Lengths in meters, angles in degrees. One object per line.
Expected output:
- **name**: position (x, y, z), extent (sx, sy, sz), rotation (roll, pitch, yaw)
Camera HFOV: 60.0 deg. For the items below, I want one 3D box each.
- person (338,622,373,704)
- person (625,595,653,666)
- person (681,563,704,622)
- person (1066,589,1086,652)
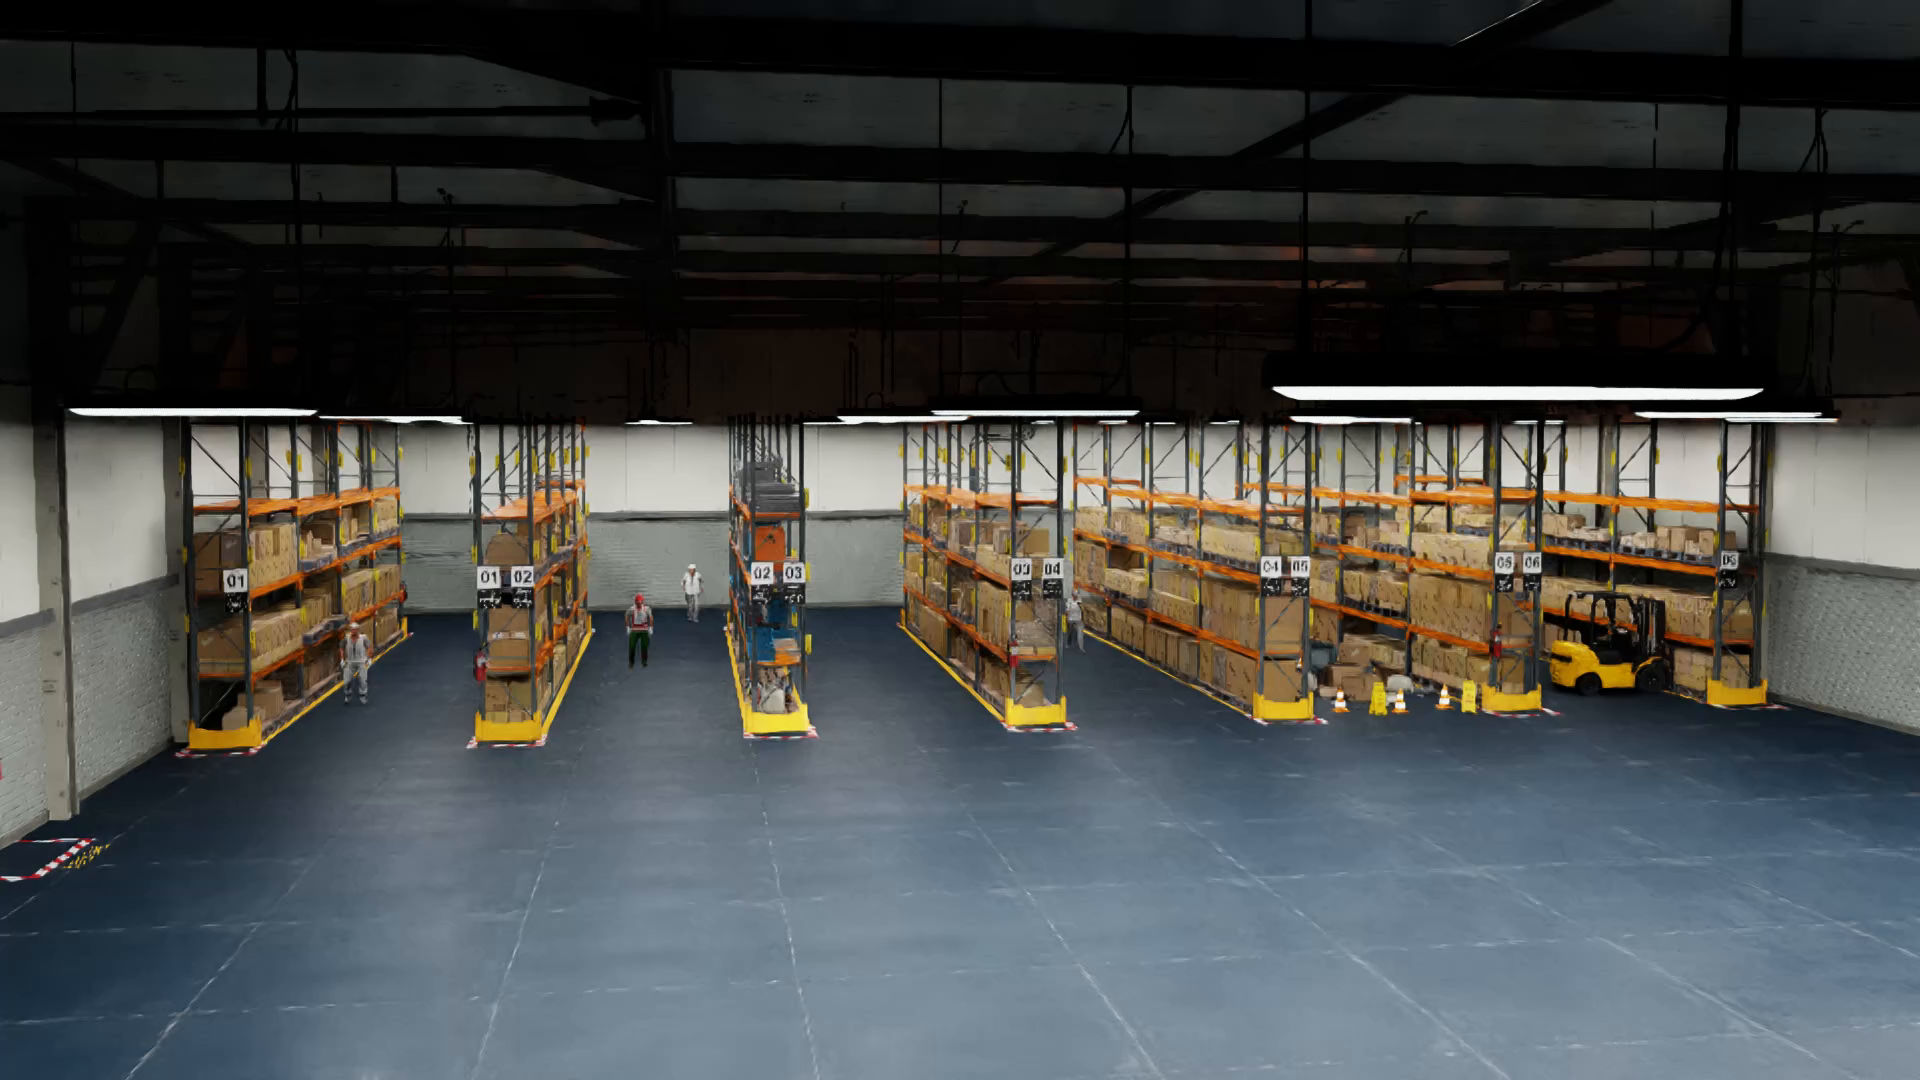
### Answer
- **person**: position (-12.449, 2.532, 34.250), extent (0.678, 1.741, 0.546), rotation (-1, 4, -13)
- **person**: position (-7.668, 2.160, 39.738), extent (0.677, 1.741, 0.547), rotation (-1, 4, -10)
- **person**: position (-7.898, 1.533, 49.074), extent (0.680, 1.709, 0.866), rotation (0, 4, -4)
- **person**: position (2.915, 2.028, 42.424), extent (0.456, 1.589, 1.088), rotation (0, 4, -7)
